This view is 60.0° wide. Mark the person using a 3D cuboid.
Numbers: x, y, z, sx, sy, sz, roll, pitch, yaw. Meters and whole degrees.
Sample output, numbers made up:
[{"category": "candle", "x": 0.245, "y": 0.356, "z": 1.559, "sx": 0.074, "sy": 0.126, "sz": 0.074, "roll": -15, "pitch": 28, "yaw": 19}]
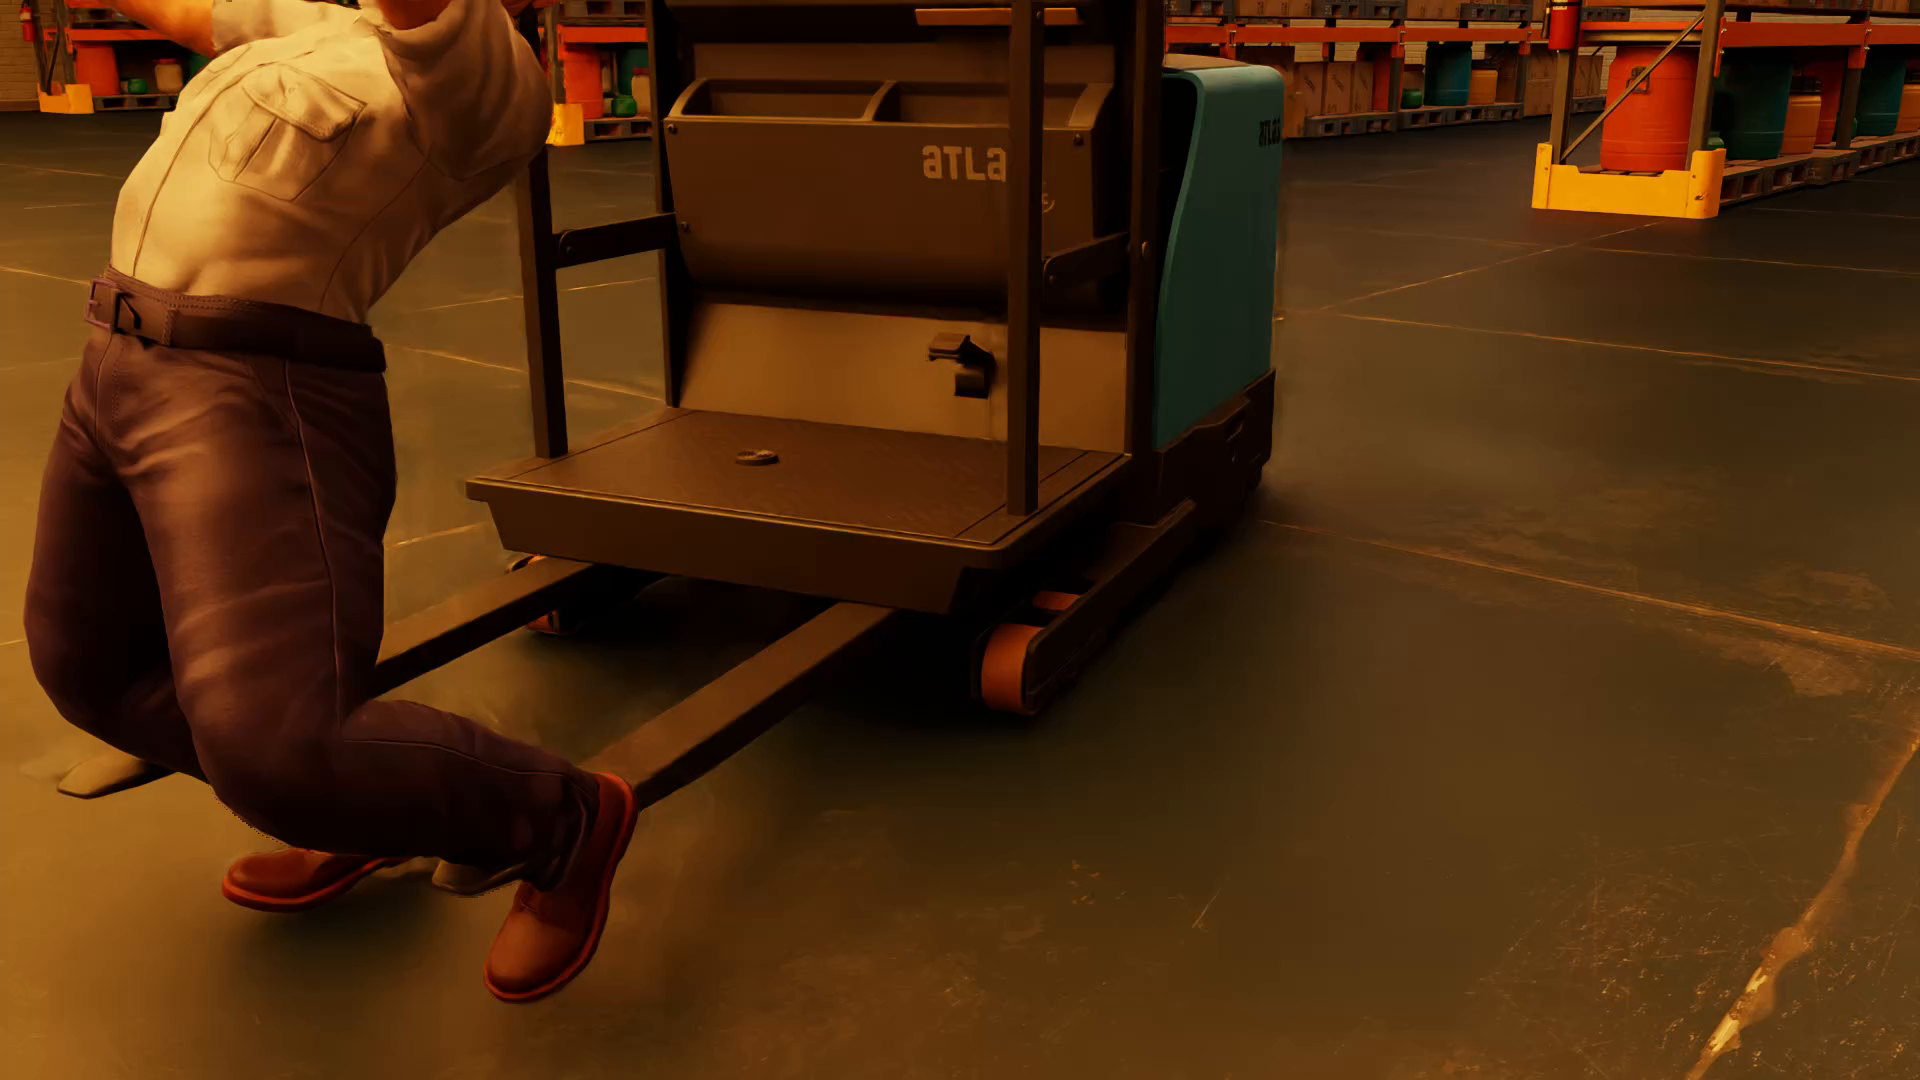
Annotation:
[{"category": "person", "x": -0.821, "y": -0.252, "z": 2.043, "sx": 0.964, "sy": 1.540, "sz": 0.642, "roll": 15, "pitch": 23, "yaw": 41}]

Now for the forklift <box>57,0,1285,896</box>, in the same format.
[{"category": "forklift", "x": -0.238, "y": -1.234, "z": 2.961, "sx": 1.130, "sy": 2.935, "sz": 3.031, "roll": 7, "pitch": 18, "yaw": 23}]
